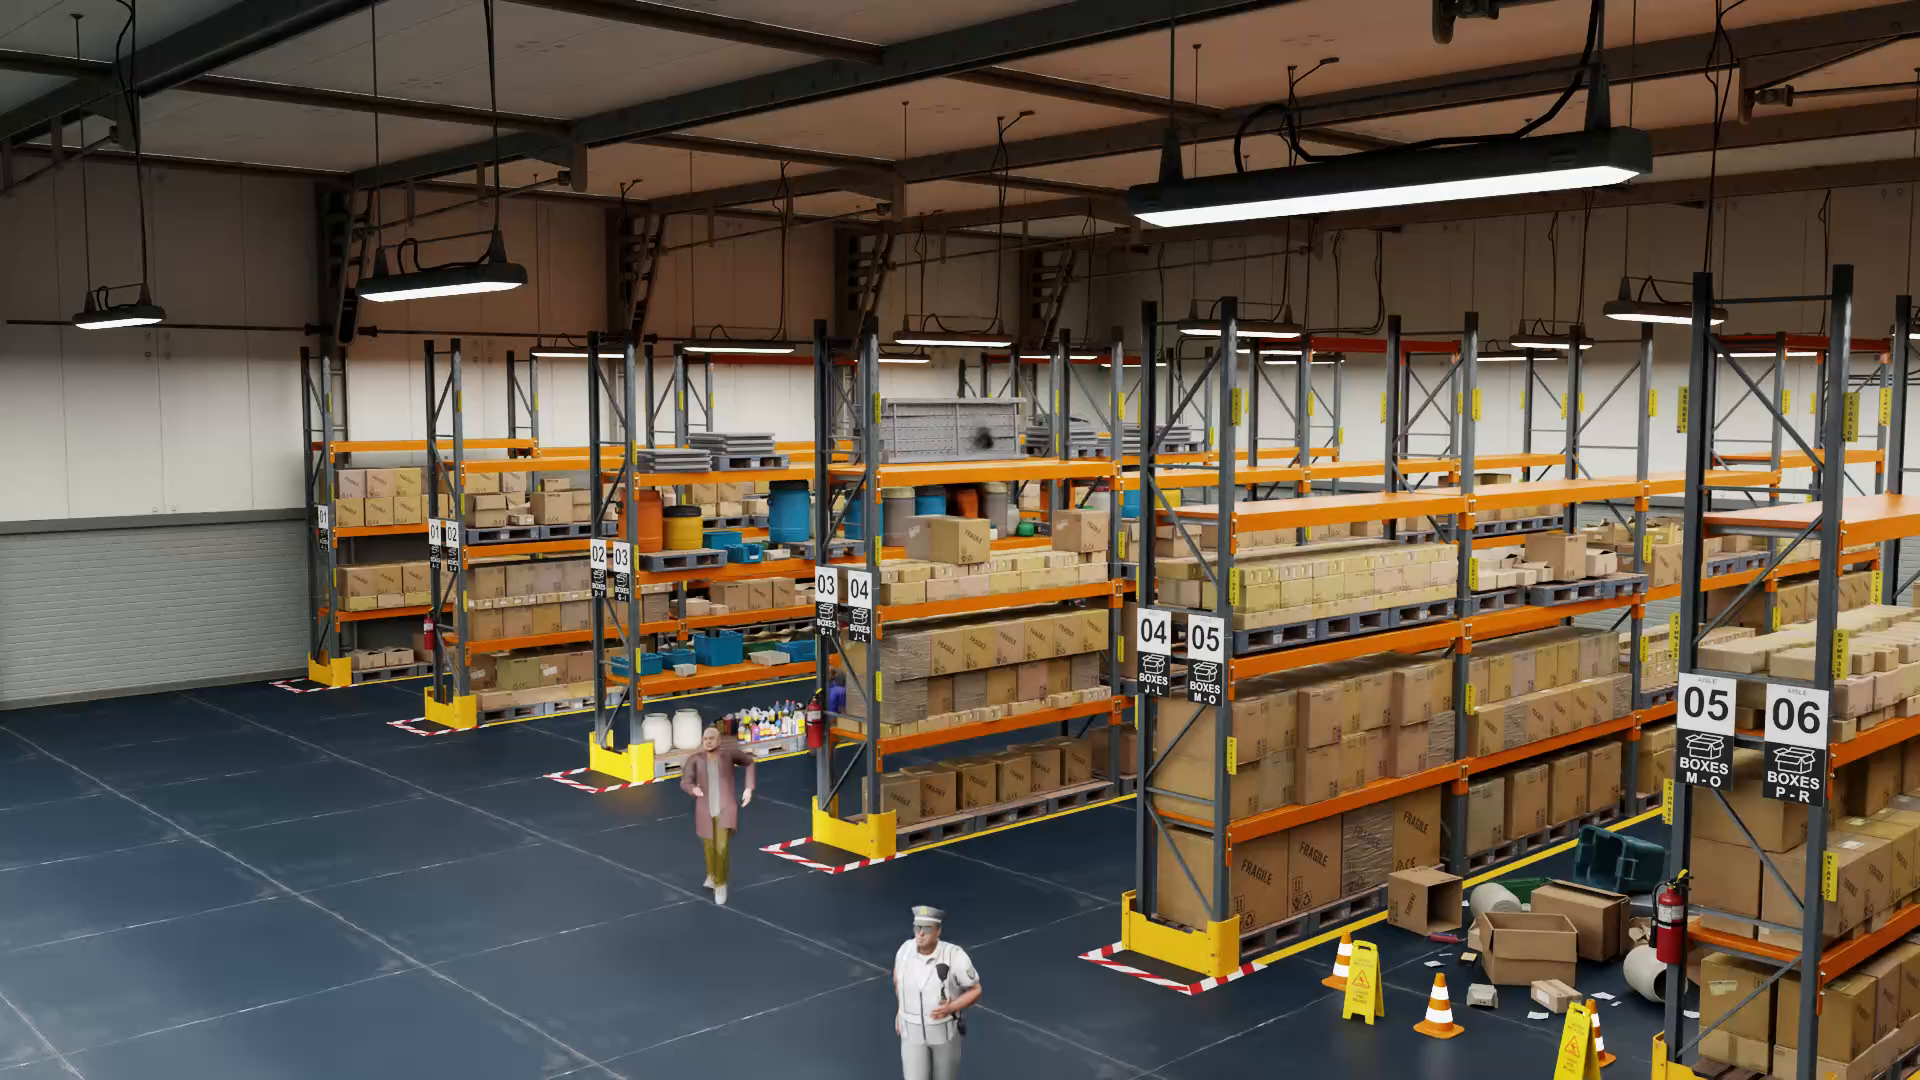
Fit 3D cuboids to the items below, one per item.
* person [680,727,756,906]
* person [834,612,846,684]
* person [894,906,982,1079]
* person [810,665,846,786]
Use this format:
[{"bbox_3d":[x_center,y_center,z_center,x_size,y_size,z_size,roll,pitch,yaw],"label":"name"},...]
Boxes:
[{"bbox_3d":[-2.469,2.792,16.951,0.729,1.801,0.926,0,5,4],"label":"person"},{"bbox_3d":[-2.014,1.876,28.085,0.620,1.708,0.734,4,6,39],"label":"person"},{"bbox_3d":[-0.169,3.307,11.144,0.646,1.799,0.912,1,5,11],"label":"person"},{"bbox_3d":[-1.720,2.443,21.852,0.557,1.607,0.550,2,6,25],"label":"person"}]
